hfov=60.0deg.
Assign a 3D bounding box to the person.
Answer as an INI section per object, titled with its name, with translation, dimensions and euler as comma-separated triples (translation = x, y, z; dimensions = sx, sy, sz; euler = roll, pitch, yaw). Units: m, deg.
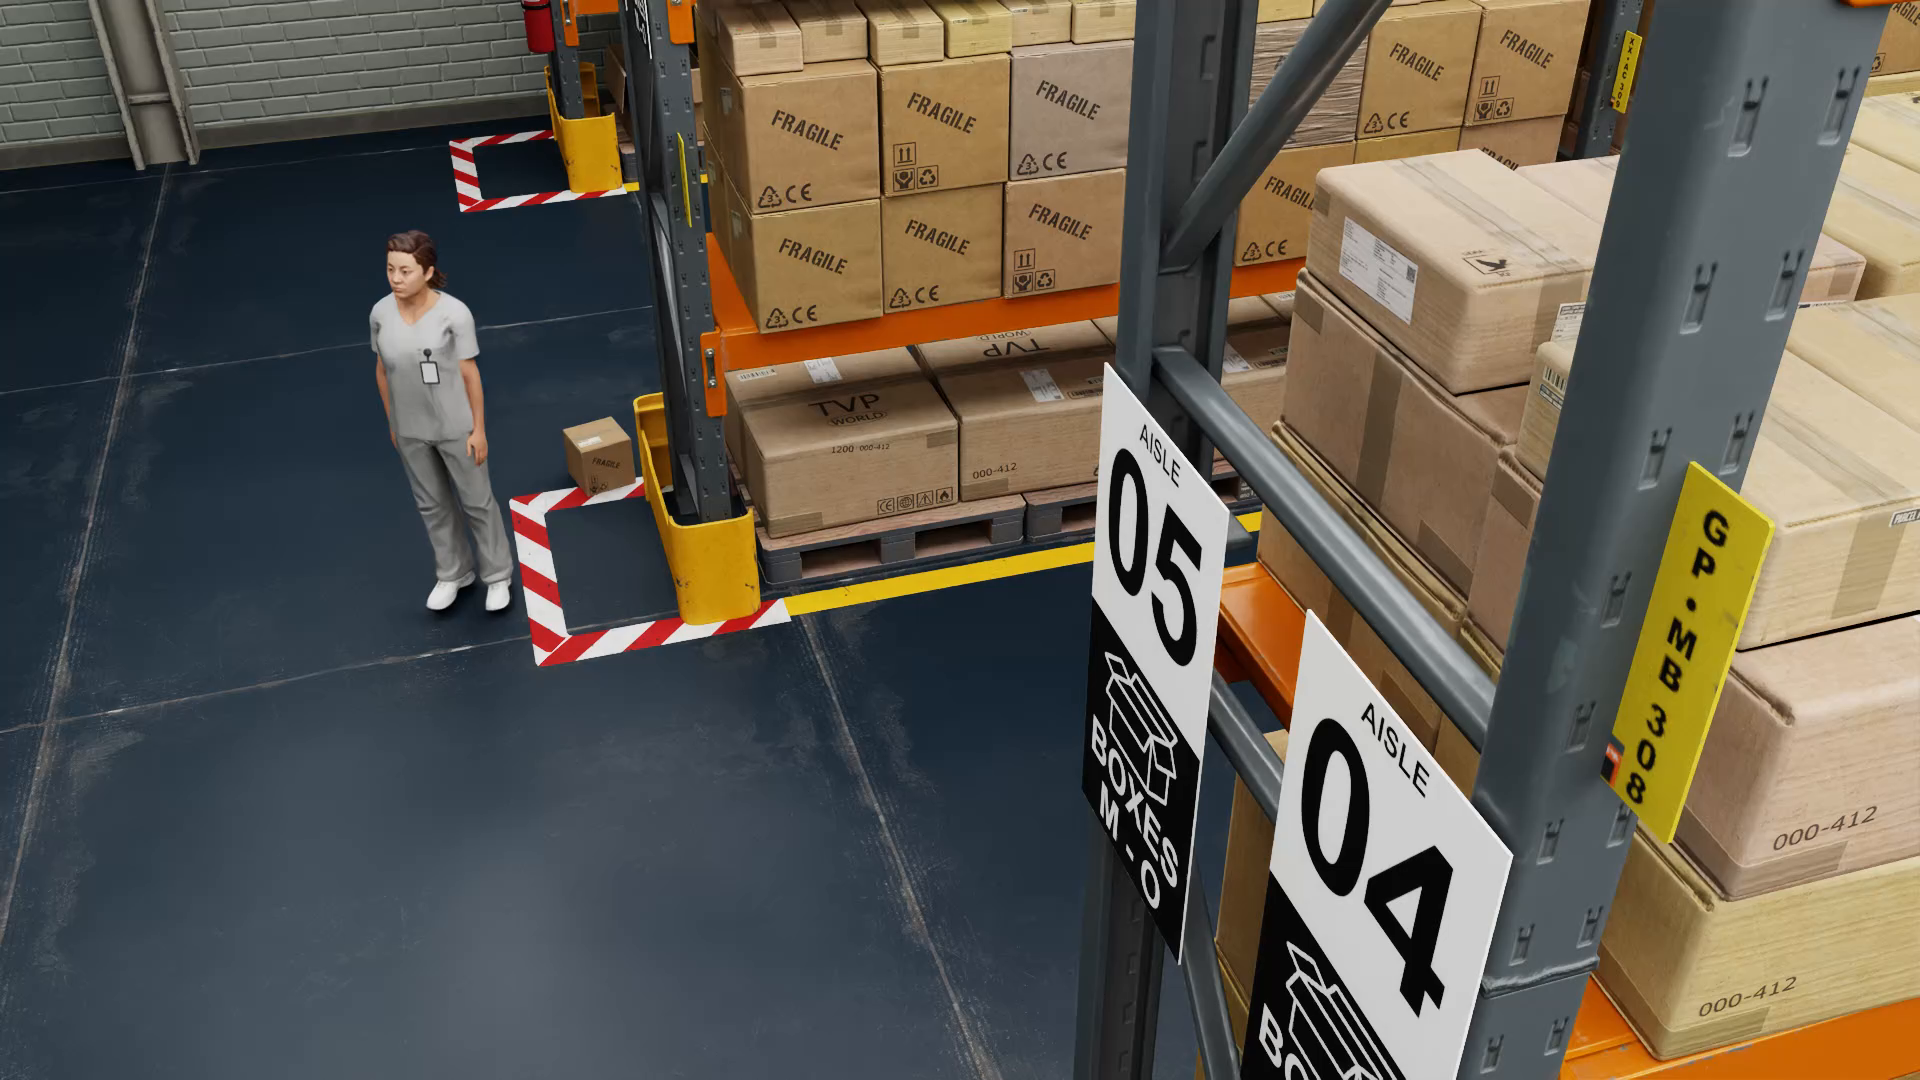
[person]
translation = -2.132, -0.469, 6.797
dimensions = 0.440, 1.670, 0.362
euler = 3, 34, 4
